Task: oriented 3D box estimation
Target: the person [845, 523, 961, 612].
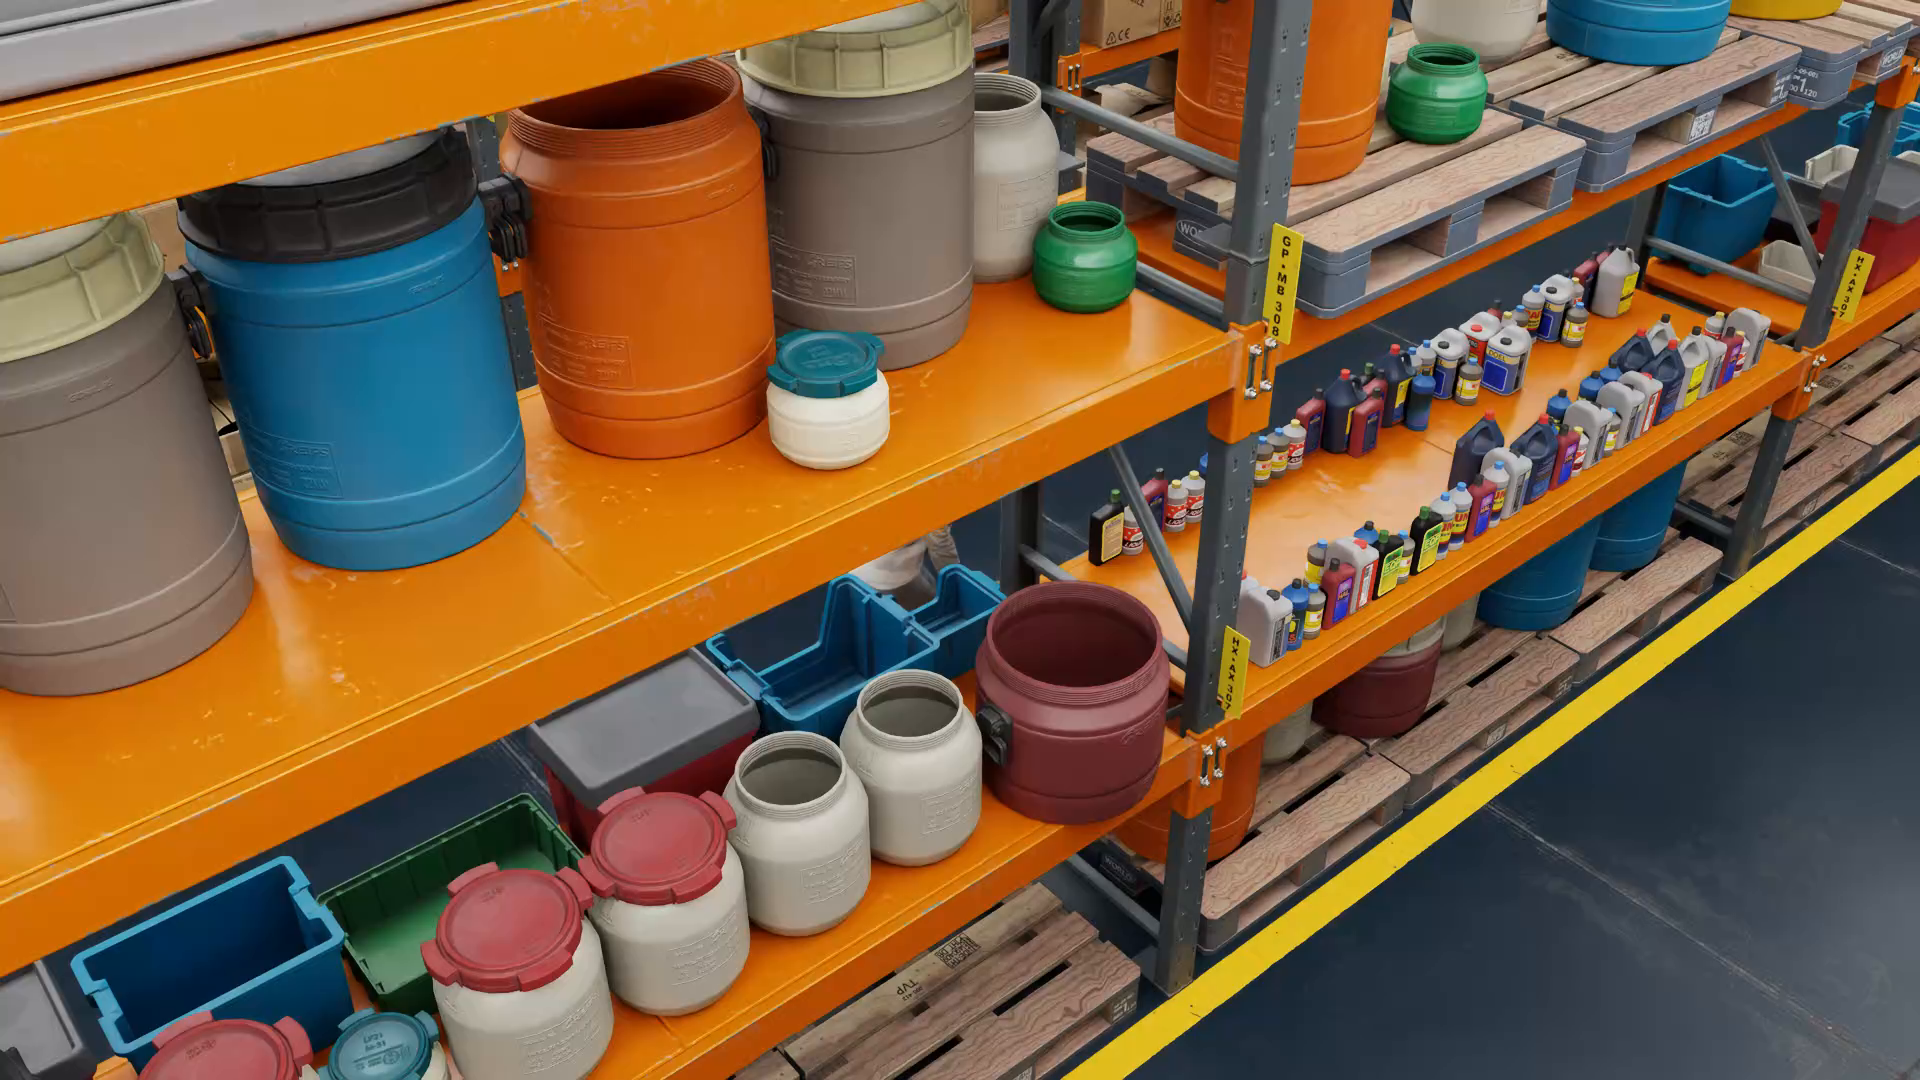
[{"bbox_3d":[-0.208,0.045,7.165,0.649,1.584,0.586,-11,37,-14],"label":"person"}]
